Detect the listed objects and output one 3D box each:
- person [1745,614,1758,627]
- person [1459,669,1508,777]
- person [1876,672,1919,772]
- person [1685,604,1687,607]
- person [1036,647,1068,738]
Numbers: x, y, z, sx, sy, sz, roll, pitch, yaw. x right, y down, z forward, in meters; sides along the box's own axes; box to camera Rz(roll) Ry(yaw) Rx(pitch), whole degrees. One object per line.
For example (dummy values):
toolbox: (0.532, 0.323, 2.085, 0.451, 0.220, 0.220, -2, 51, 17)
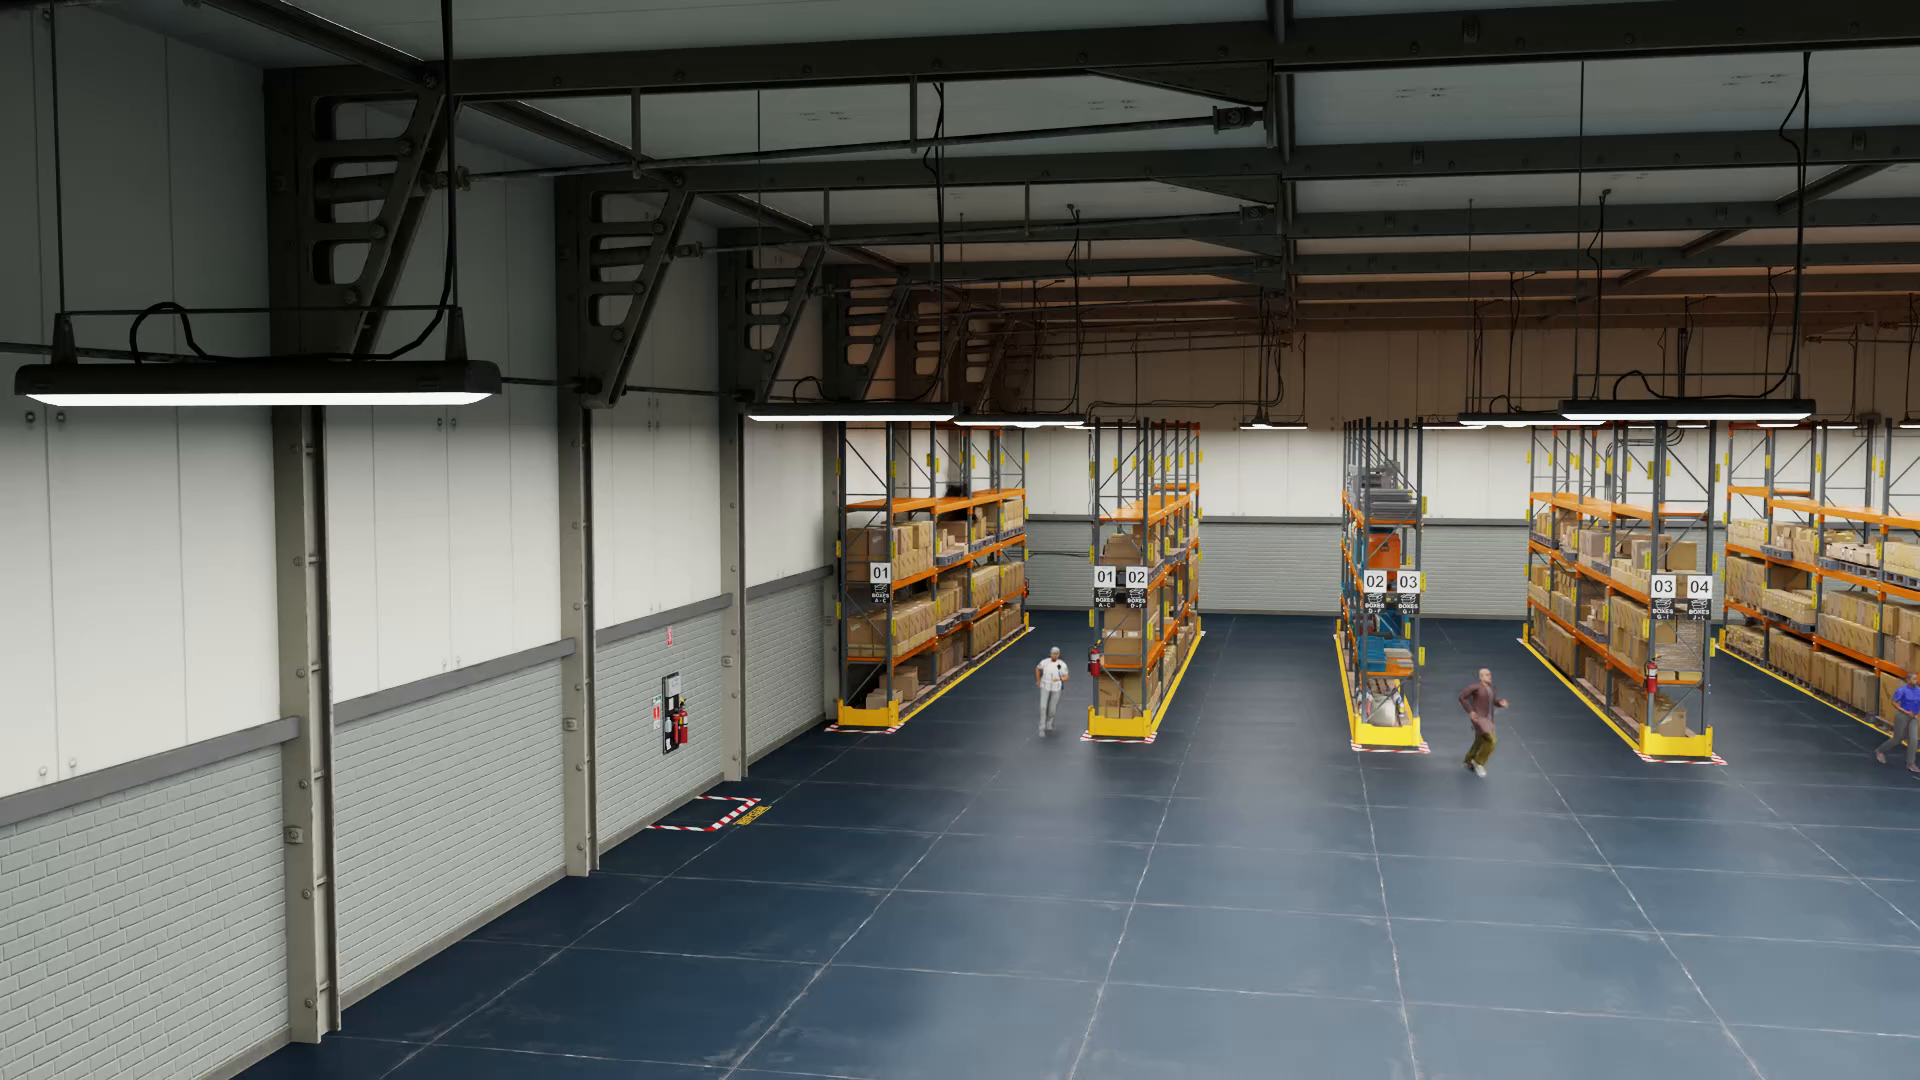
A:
person: (21.582, 2.002, 45.200, 0.598, 1.605, 0.754, 3, 5, 43)
person: (8.766, 3.051, 27.787, 0.670, 1.818, 0.783, -3, 5, -41)
person: (16.150, 3.064, 28.318, 0.627, 1.636, 0.864, -1, 4, -10)
person: (18.971, 1.974, 44.416, 0.899, 1.716, 0.705, -2, 4, -30)
person: (1.747, 2.863, 31.543, 0.621, 1.685, 0.843, 0, 4, 2)
